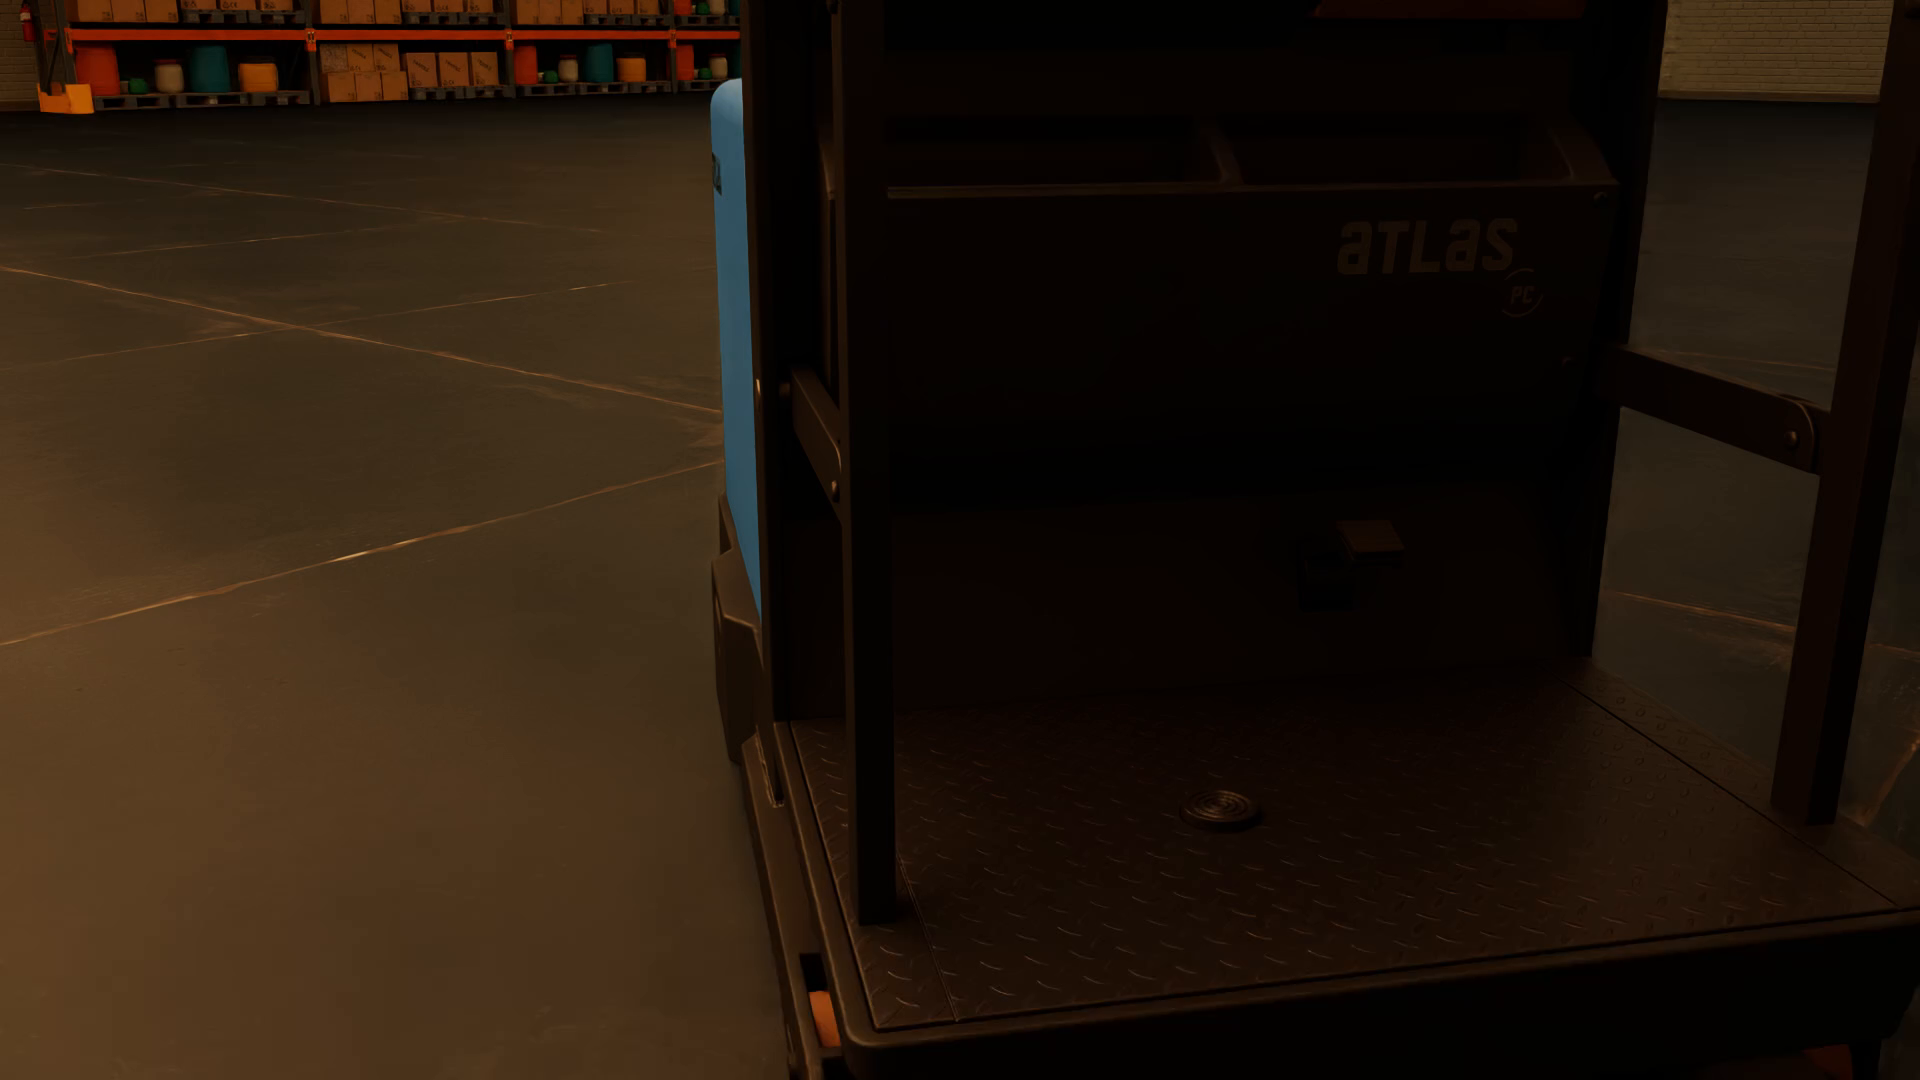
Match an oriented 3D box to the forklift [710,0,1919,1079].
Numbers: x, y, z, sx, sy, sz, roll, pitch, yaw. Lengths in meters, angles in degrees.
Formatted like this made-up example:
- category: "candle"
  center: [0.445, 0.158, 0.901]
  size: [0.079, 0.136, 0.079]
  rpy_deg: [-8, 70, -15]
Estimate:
- category: "forklift"
  center: [0.347, -0.815, 1.580]
  size: [1.130, 2.935, 3.031]
  rpy_deg: [-3, 17, -11]
